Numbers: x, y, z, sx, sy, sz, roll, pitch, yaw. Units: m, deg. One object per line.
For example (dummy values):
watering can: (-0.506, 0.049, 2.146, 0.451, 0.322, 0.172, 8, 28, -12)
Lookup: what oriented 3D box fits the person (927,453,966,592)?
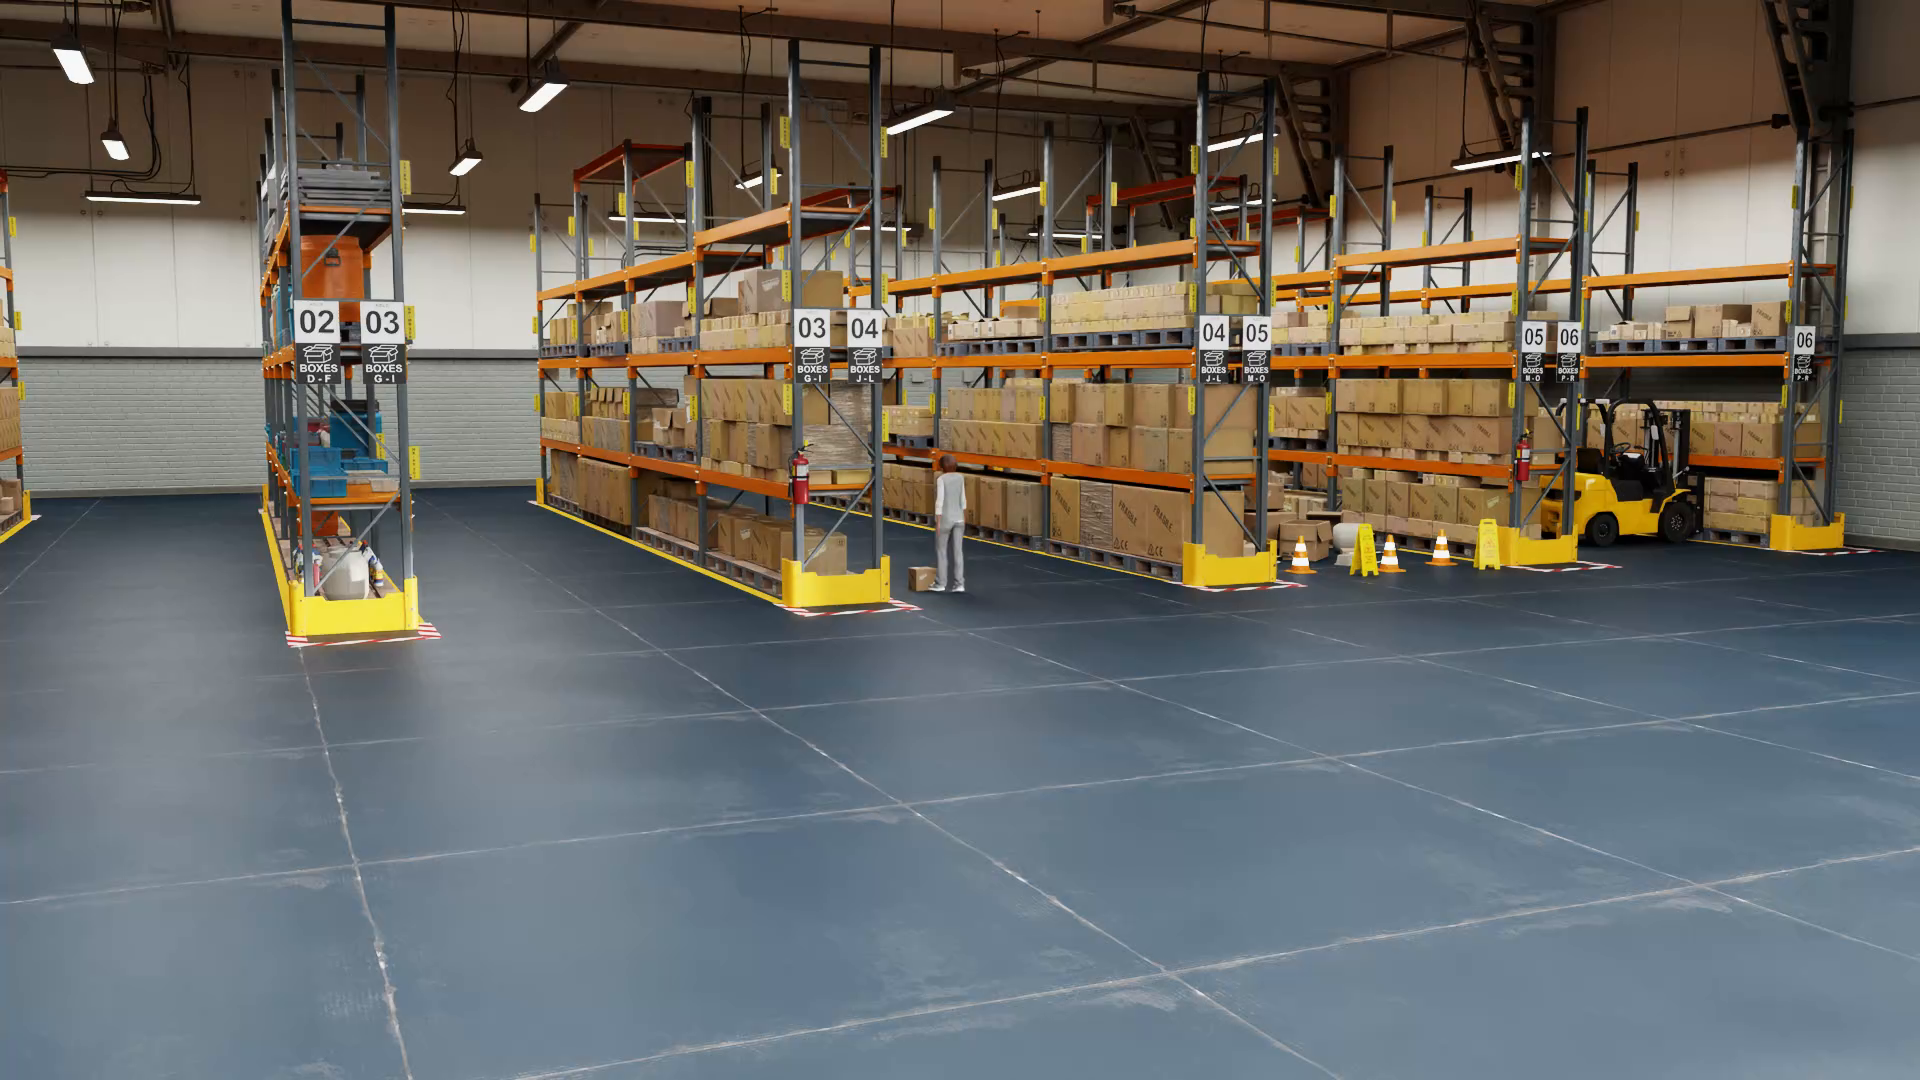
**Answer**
person: (-0.141, -0.178, 19.121, 0.459, 1.558, 0.529, -3, 7, -32)
